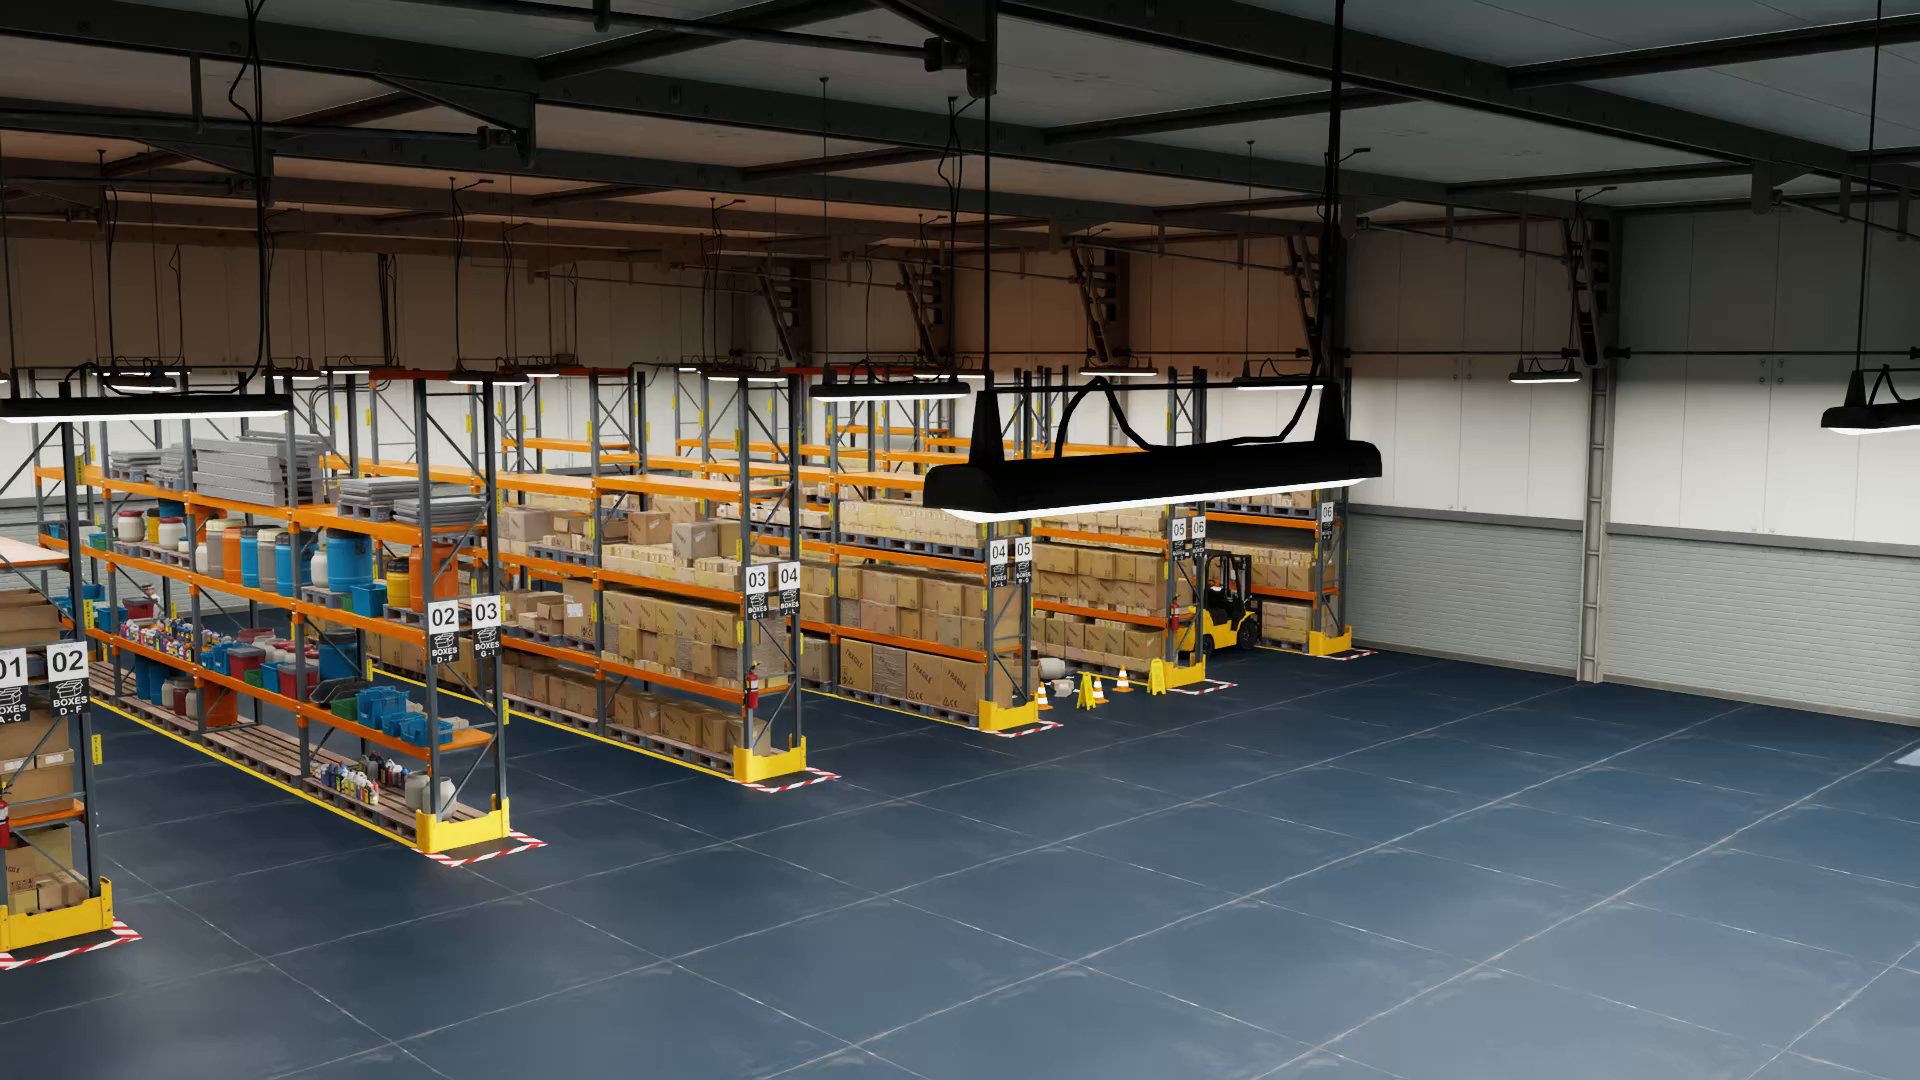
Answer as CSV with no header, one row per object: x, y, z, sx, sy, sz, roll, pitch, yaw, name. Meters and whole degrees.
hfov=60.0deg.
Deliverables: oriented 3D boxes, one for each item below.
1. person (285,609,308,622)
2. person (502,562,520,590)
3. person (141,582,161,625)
-15.258,1.097,38.567,1.191,1.707,0.648,2,7,20,person
-11.299,0.711,42.177,0.637,1.745,0.894,-1,6,-6,person
-16.673,1.655,34.155,0.871,1.627,0.486,6,9,42,person
